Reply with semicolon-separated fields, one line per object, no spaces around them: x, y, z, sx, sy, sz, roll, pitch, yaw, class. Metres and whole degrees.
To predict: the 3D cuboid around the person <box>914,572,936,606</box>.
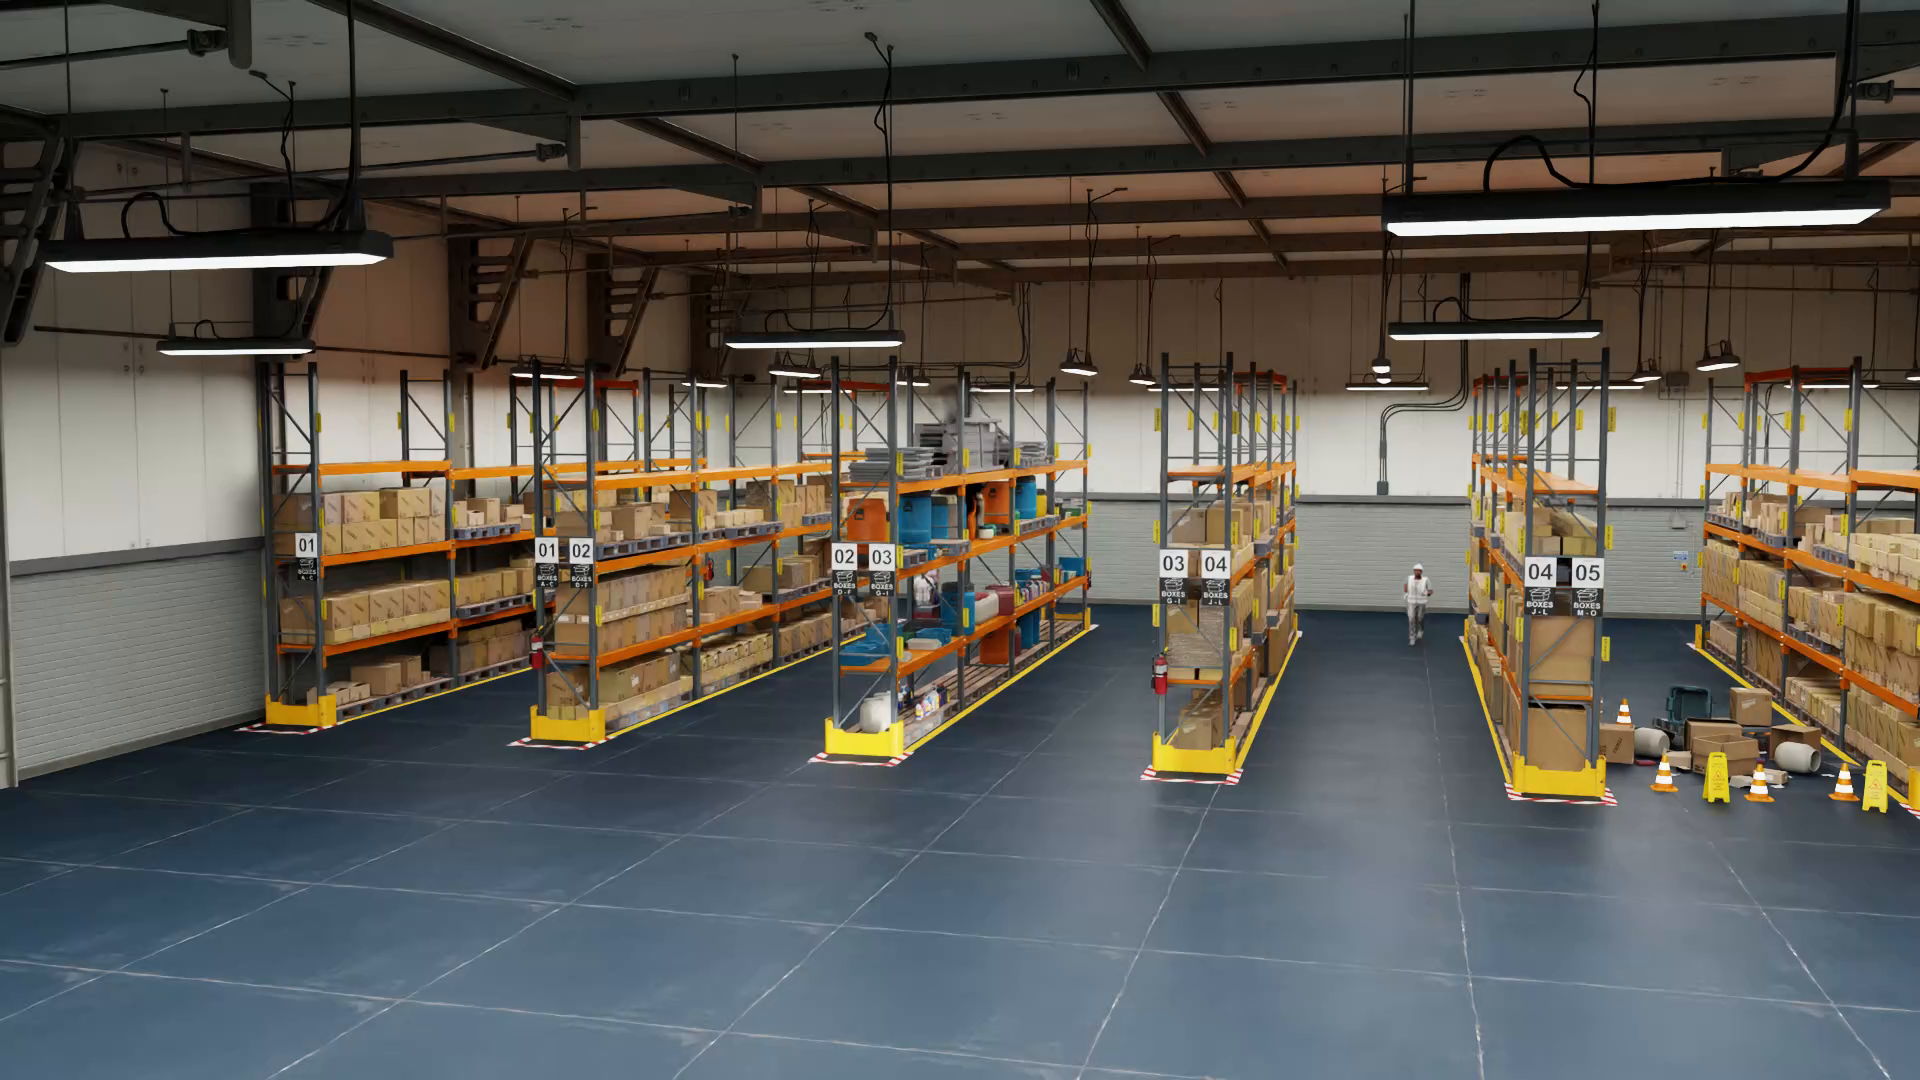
-0.872;1.424;39.129;0.595;1.665;0.537;0;4;5;person

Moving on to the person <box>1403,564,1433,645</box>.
10.371;1.446;37.703;0.680;1.794;0.990;2;4;21;person

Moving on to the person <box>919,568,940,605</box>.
-0.780;1.262;42.129;0.588;1.706;0.764;-1;4;-13;person
